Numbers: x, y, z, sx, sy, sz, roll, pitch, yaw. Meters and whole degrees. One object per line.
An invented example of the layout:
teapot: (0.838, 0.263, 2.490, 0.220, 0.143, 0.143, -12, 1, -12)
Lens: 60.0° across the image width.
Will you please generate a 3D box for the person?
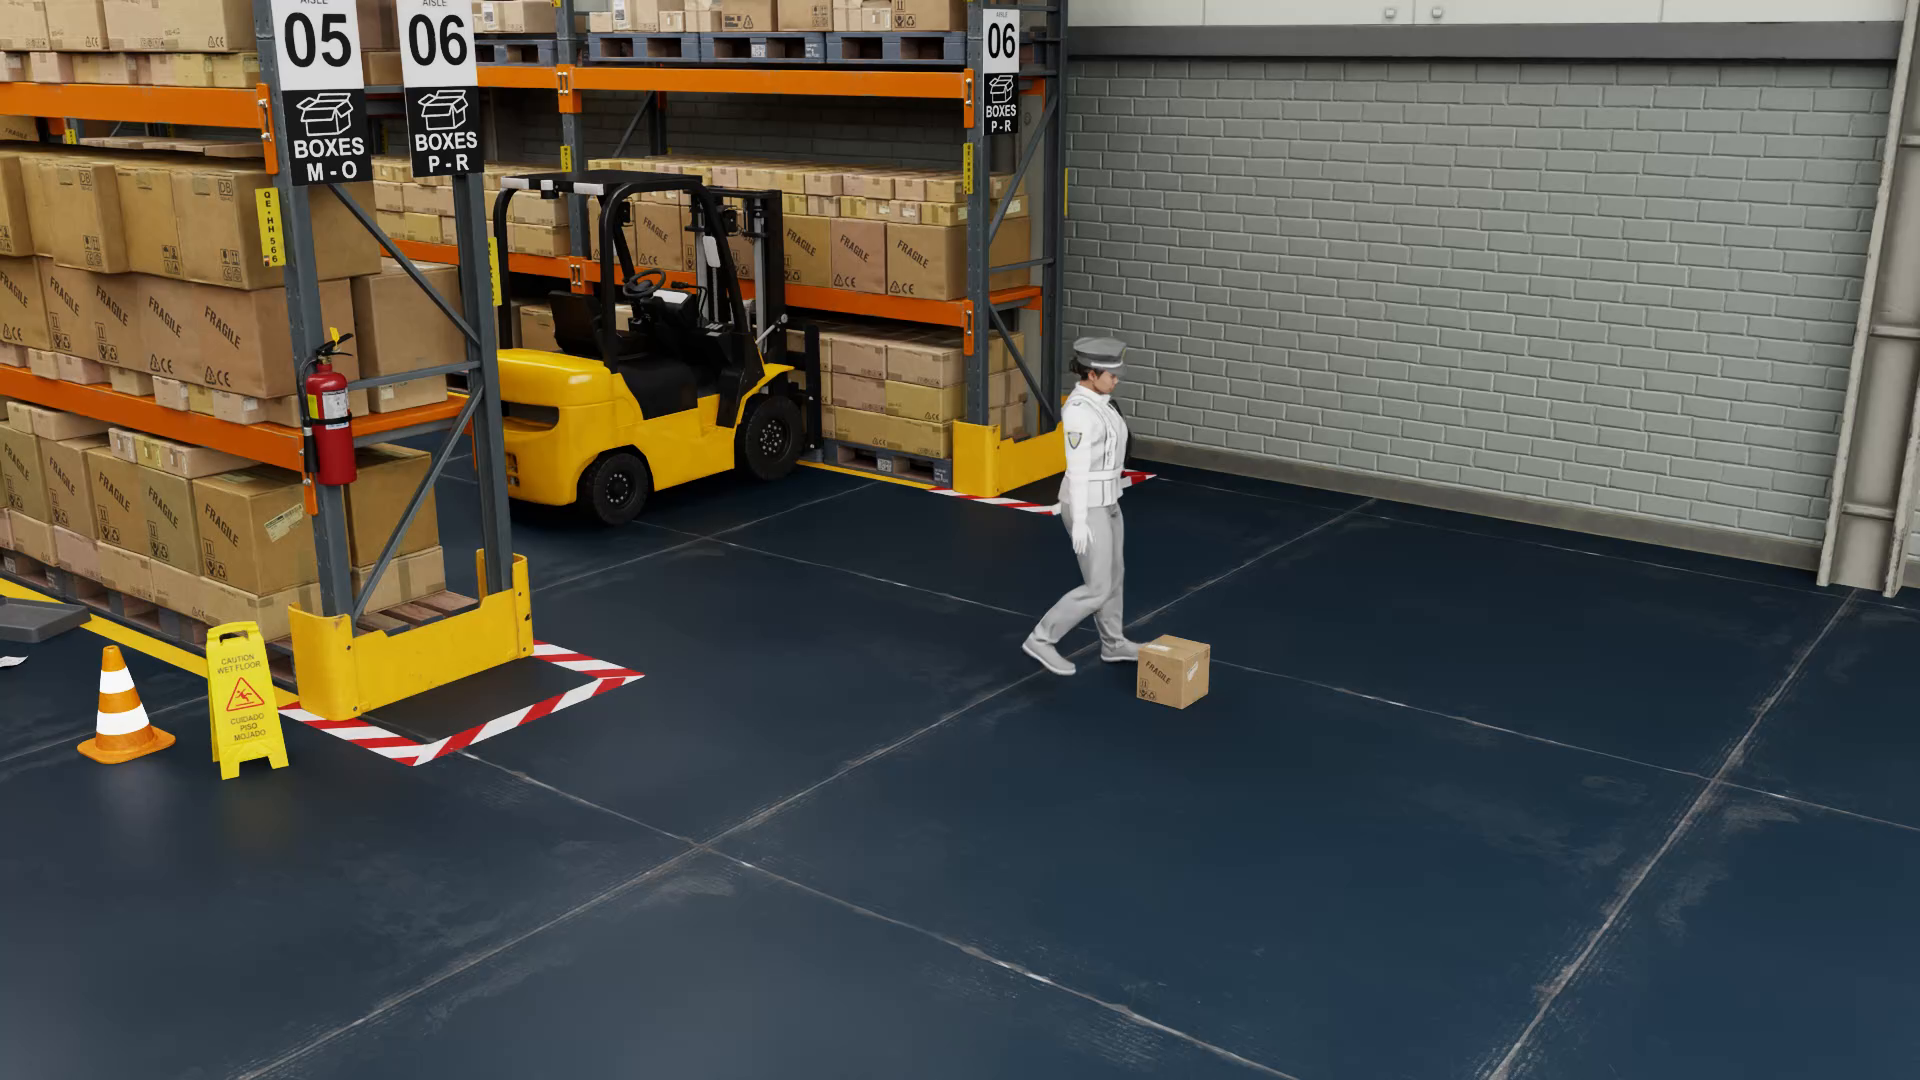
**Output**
person: (0.644, -0.153, 7.995, 0.596, 1.652, 0.551, 5, 17, 16)
